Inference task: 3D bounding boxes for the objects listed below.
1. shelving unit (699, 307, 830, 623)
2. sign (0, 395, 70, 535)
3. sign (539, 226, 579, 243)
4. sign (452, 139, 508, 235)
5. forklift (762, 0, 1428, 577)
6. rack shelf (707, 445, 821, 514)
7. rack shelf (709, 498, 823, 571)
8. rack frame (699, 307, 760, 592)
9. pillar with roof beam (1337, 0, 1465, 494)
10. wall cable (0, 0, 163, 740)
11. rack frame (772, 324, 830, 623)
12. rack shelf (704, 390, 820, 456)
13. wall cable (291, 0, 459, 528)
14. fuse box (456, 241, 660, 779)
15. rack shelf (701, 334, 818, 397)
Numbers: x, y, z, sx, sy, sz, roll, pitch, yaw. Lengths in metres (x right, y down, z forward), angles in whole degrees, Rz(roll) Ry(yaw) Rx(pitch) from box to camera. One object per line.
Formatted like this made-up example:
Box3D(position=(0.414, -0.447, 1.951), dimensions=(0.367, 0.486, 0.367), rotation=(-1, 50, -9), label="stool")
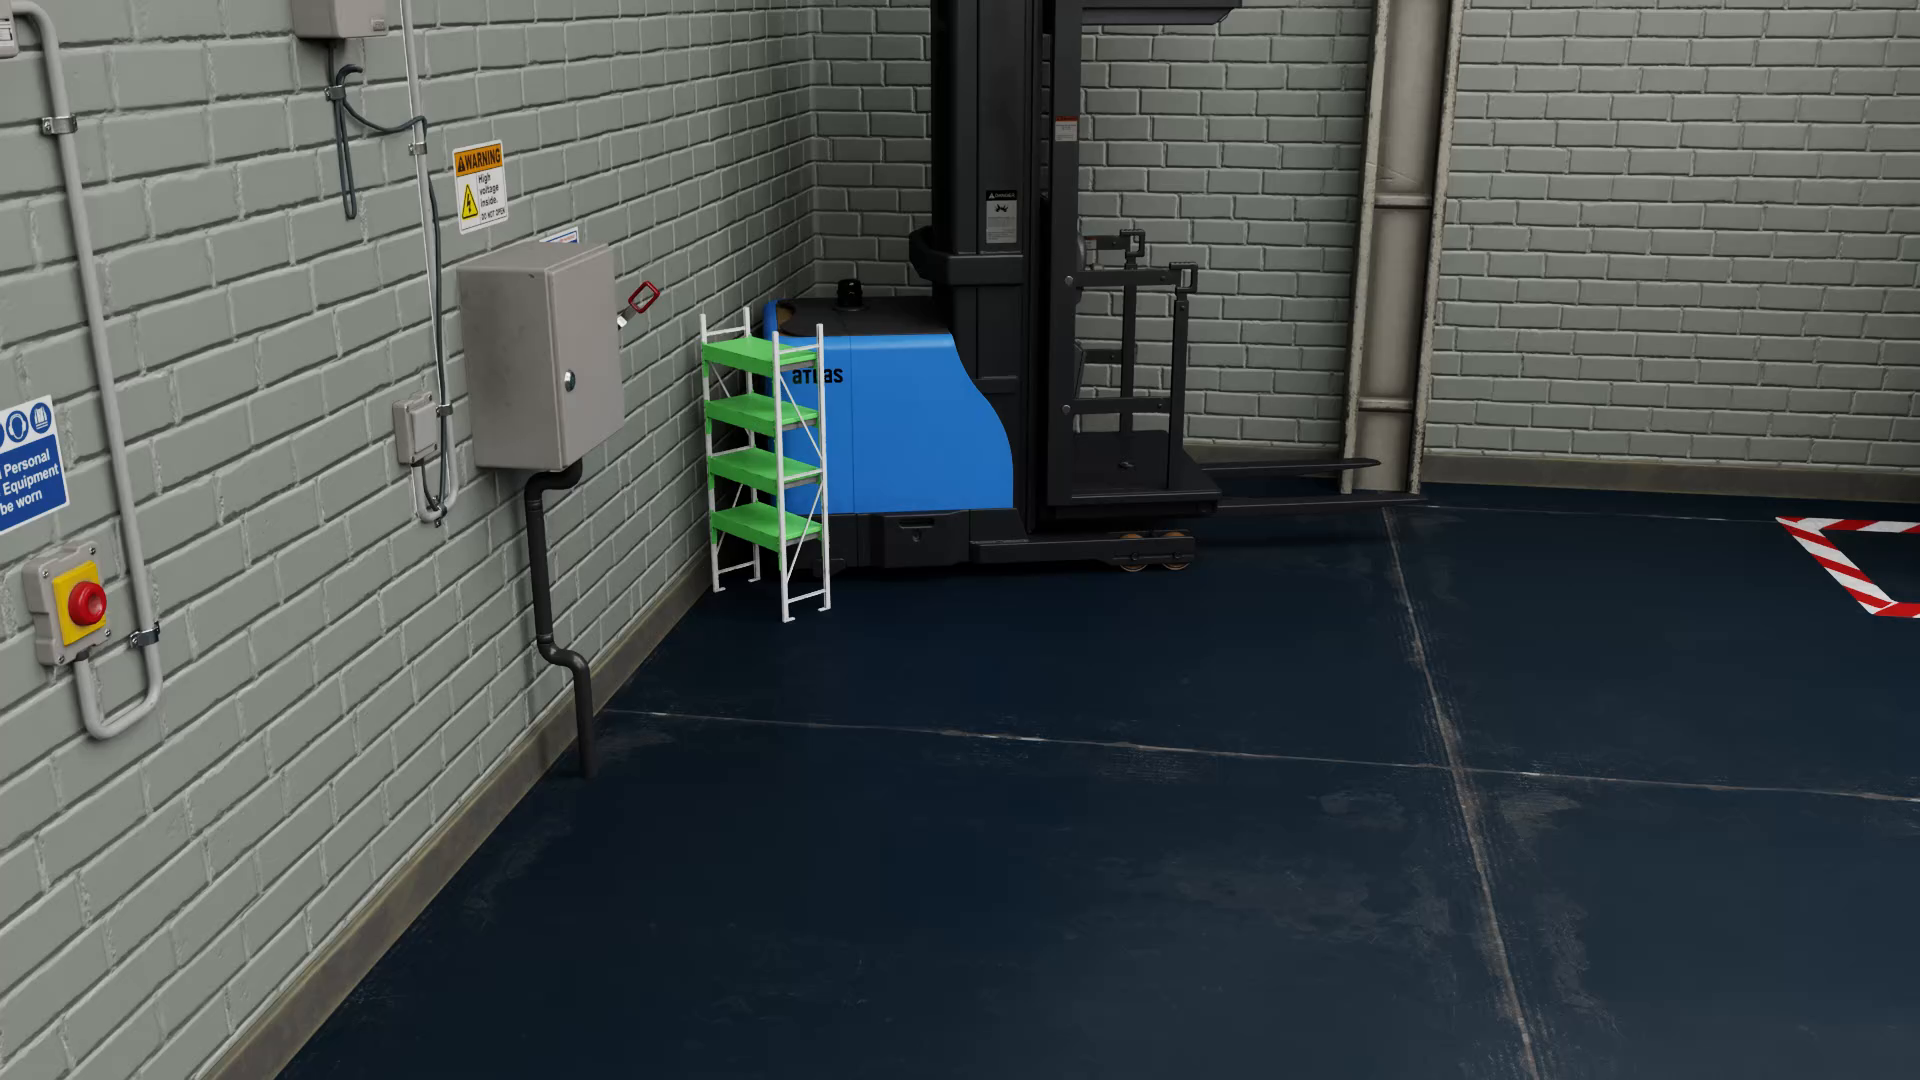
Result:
Box3D(position=(-0.801, -0.316, 6.855), dimensions=(0.258, 1.200, 0.503), rotation=(-17, 25, -40), label="shelving unit")
Box3D(position=(-1.737, -0.120, 3.009), dimensions=(0.001, 0.218, 0.327), rotation=(3, 19, 9), label="sign")
Box3D(position=(-1.318, -0.775, 5.542), dimensions=(0.001, 0.494, 0.329), rotation=(3, 19, 9), label="sign")
Box3D(position=(-1.405, -1.040, 4.881), dimensions=(0.001, 0.242, 0.339), rotation=(3, 19, 9), label="sign")
Box3D(position=(0.619, -1.414, 7.409), dimensions=(3.031, 2.935, 1.130), rotation=(-2, 19, -7), label="forklift")
Box3D(position=(-0.801, -0.255, 6.876), dimensions=(0.258, 0.148, 0.480), rotation=(-17, 25, -40), label="rack shelf")
Box3D(position=(-0.801, -0.027, 6.952), dimensions=(0.258, 0.148, 0.480), rotation=(-17, 25, -40), label="rack shelf")
Box3D(position=(-0.968, -0.372, 7.024), dimensions=(0.240, 1.200, 0.015), rotation=(-17, 25, -40), label="rack frame")
Box3D(position=(1.484, -3.197, 3.177), dimensions=(0.400, 9.000, 9.100), rotation=(3, 19, 9), label="pillar with roof beam")
Box3D(position=(-1.669, -0.501, 2.922), dimensions=(0.123, 1.953, 0.585), rotation=(3, 19, 9), label="wall cable")
Box3D(position=(-0.634, -0.259, 6.686), dimensions=(0.240, 1.200, 0.015), rotation=(-17, 25, -40), label="rack frame")
Box3D(position=(-0.801, -0.483, 6.799), dimensions=(0.258, 0.148, 0.480), rotation=(-17, 25, -40), label="rack shelf")
Box3D(position=(-1.455, -0.931, 4.257), dimensions=(0.122, 1.984, 0.588), rotation=(3, 19, 9), label="wall cable")
Box3D(position=(-1.192, -0.044, 5.237), dimensions=(0.414, 1.711, 0.539), rotation=(3, 19, 9), label="fuse box")
Box3D(position=(-0.801, -0.710, 6.723), dimensions=(0.258, 0.148, 0.480), rotation=(-17, 25, -40), label="rack shelf")
